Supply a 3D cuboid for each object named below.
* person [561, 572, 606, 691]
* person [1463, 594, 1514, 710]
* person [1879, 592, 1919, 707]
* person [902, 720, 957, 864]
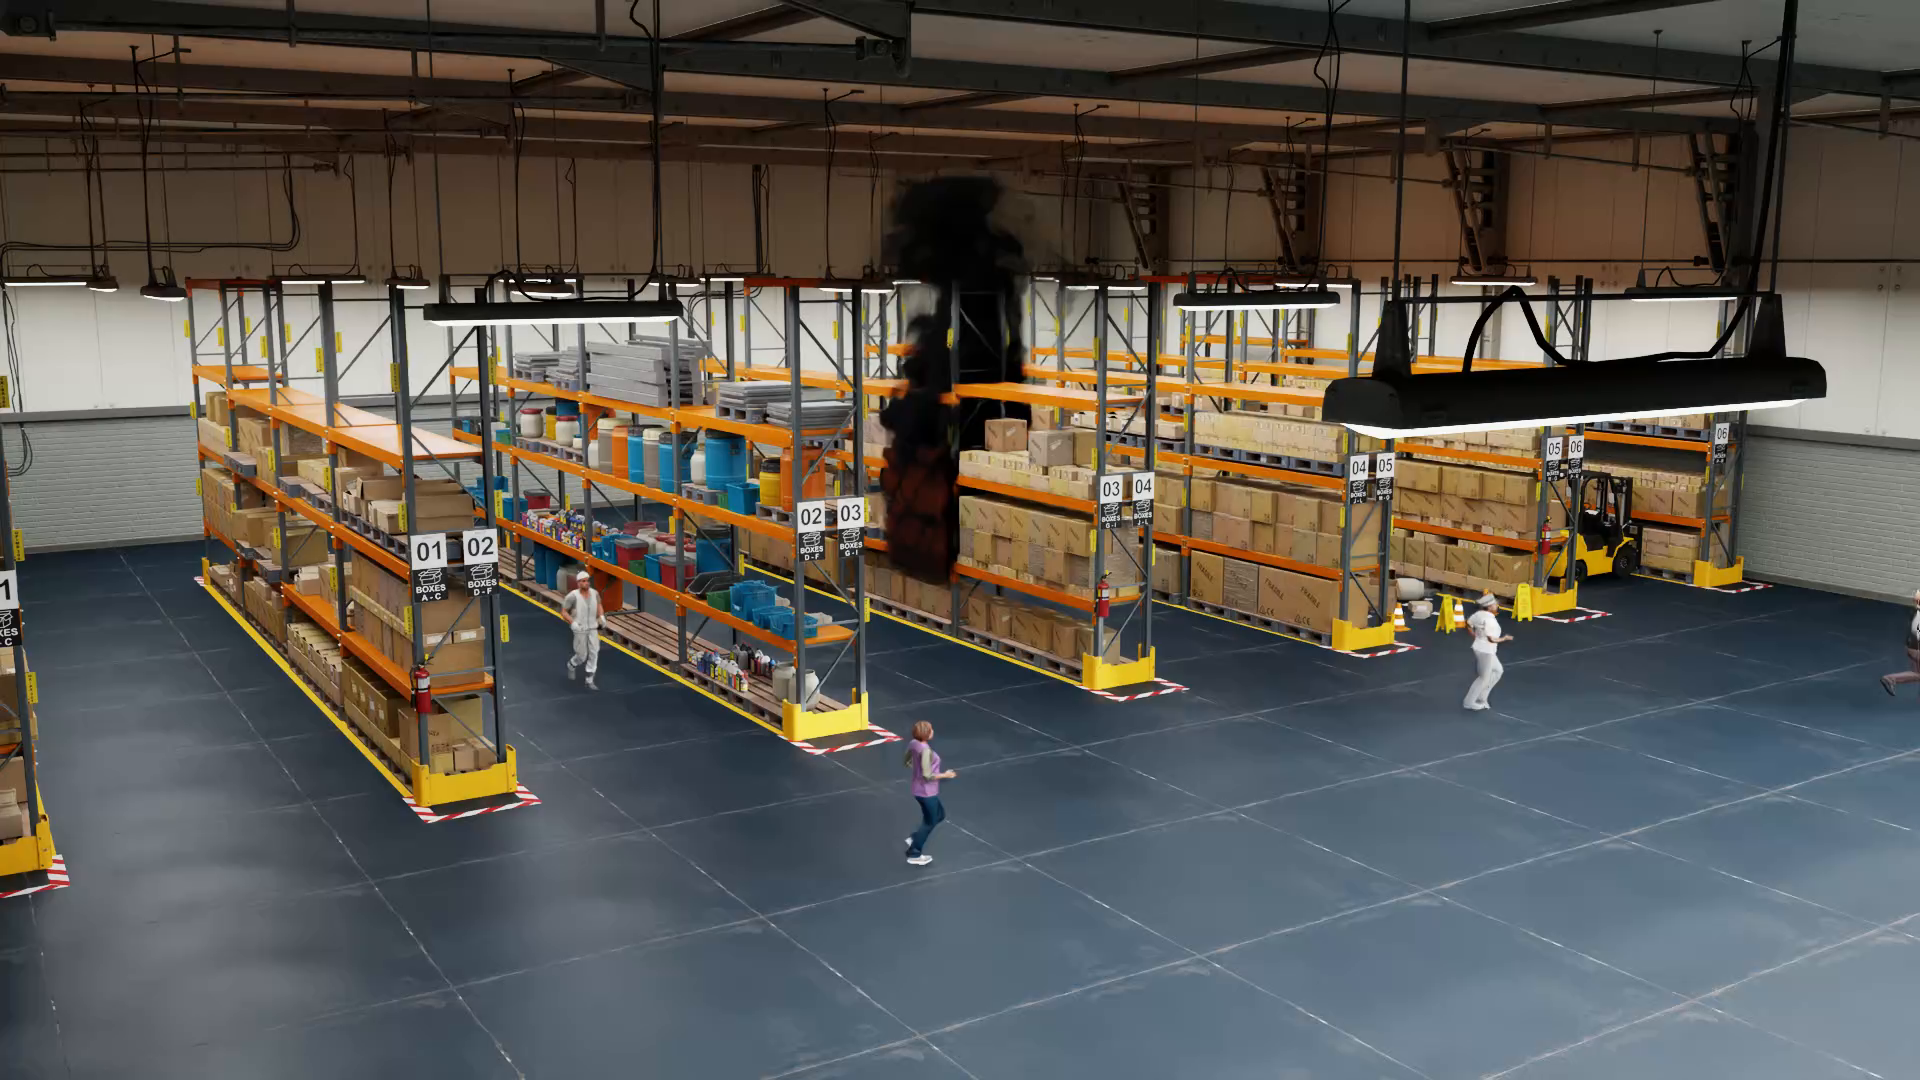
[{"bbox_3d":[-5.613,1.334,24.816,0.683,1.771,0.717,-8,12,-39],"label":"person"},{"bbox_3d":[7.477,1.595,23.546,0.642,1.702,0.573,0,10,2],"label":"person"},{"bbox_3d":[13.603,1.570,23.653,0.819,1.712,0.662,2,10,13],"label":"person"},{"bbox_3d":[-0.316,2.646,17.530,0.537,1.558,0.524,-2,10,-14],"label":"person"}]
